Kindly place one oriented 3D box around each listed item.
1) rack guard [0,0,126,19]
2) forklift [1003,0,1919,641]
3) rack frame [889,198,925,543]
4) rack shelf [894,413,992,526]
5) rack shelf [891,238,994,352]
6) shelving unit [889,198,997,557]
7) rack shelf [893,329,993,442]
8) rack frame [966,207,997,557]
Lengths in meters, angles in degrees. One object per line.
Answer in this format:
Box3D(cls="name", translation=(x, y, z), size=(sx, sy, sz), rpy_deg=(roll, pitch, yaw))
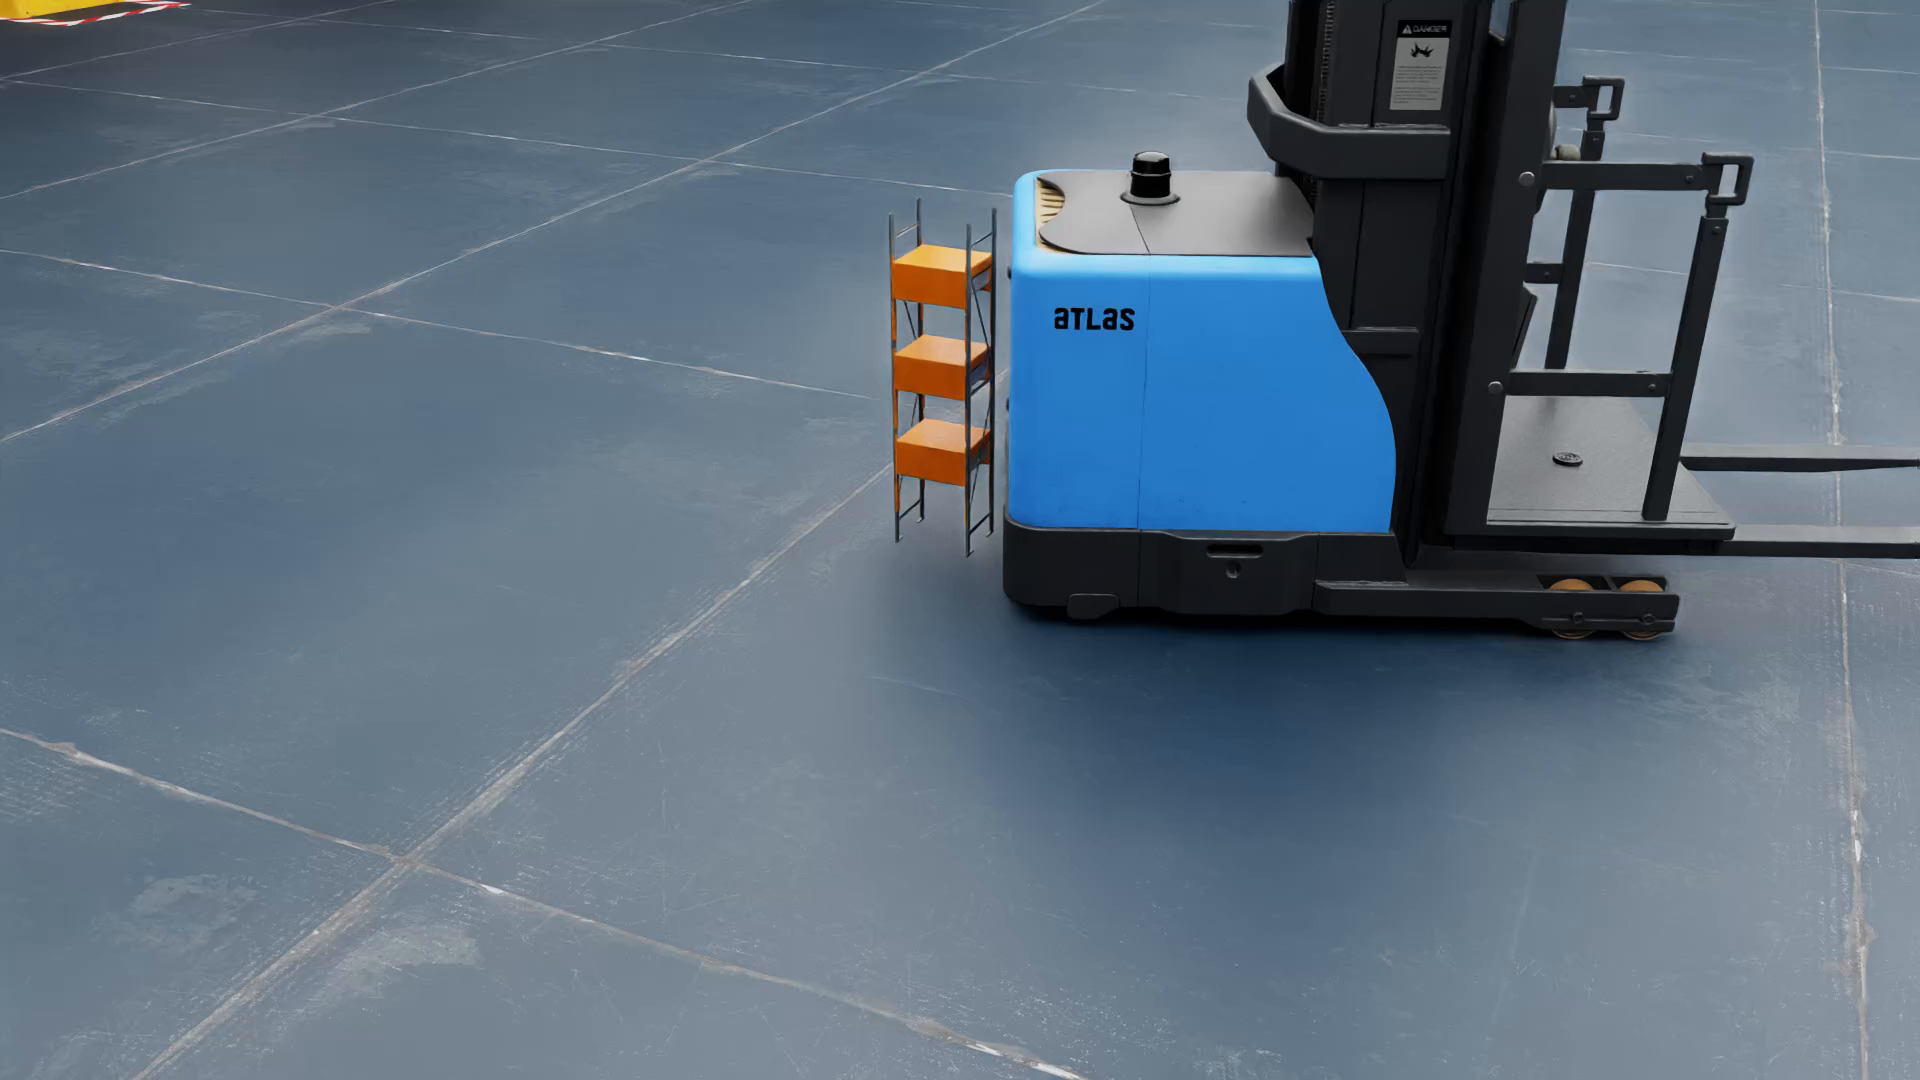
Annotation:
Box3D(cls="rack guard", translation=(-8.083, -5.011, 14.861), size=(0.348, 0.500, 1.175), rpy_deg=(11, 28, 22))
Box3D(cls="forklift", translation=(1.653, -1.273, 4.517), size=(3.031, 2.935, 1.130), rpy_deg=(1, 26, 2))
Box3D(cls="rack frame", translation=(-0.160, -0.503, 5.083), size=(0.008, 1.050, 0.200), rpy_deg=(11, 28, 22))
Box3D(cls="rack shelf", translation=(-0.049, -0.222, 5.165), size=(0.240, 0.259, 0.215), rpy_deg=(11, 28, 22))
Box3D(cls="rack shelf", translation=(-0.049, -0.726, 4.917), size=(0.240, 0.259, 0.215), rpy_deg=(11, 28, 22))
Box3D(cls="shelving unit", translation=(-0.049, -0.481, 5.038), size=(0.252, 1.050, 0.215), rpy_deg=(11, 28, 22))
Box3D(cls="rack shelf", translation=(-0.049, -0.471, 5.043), size=(0.240, 0.259, 0.215), rpy_deg=(11, 28, 22))
Box3D(cls="rack frame", translation=(0.062, -0.458, 4.993), size=(0.008, 1.050, 0.200), rpy_deg=(11, 28, 22))
